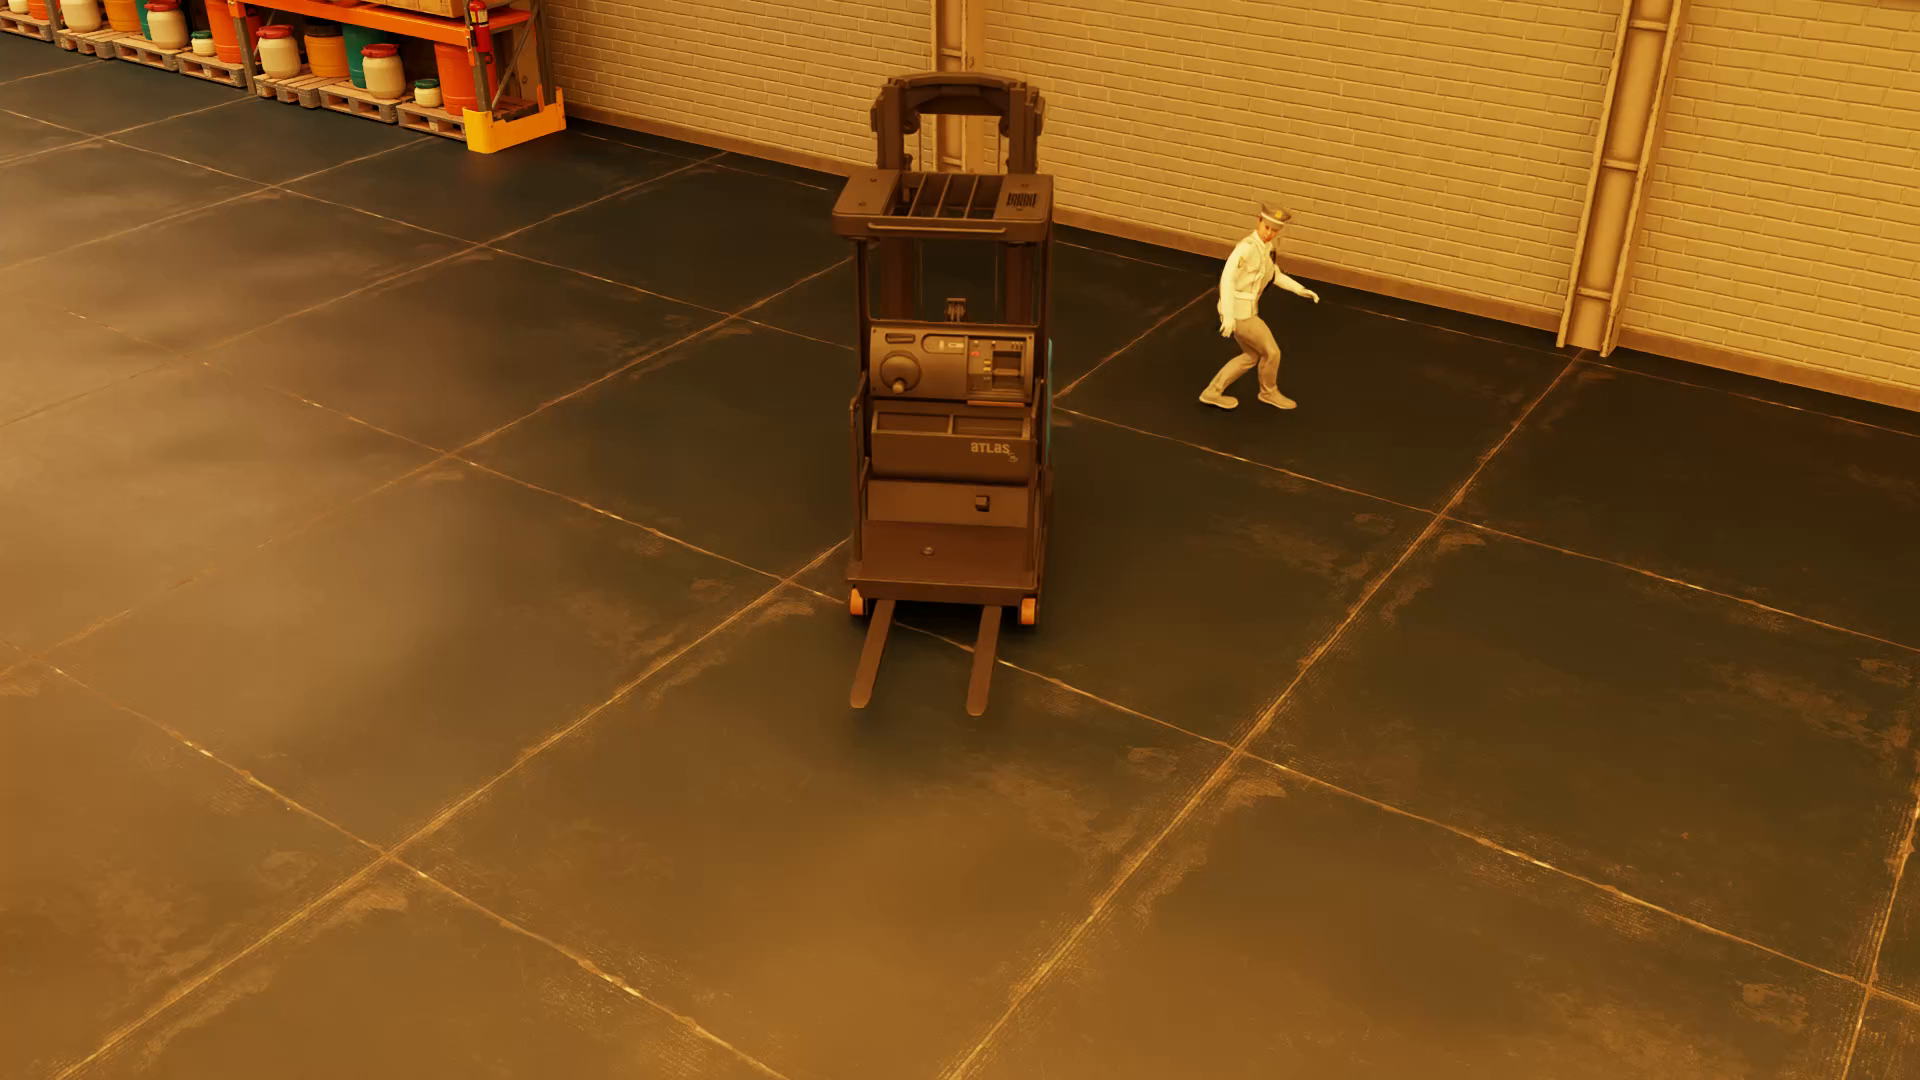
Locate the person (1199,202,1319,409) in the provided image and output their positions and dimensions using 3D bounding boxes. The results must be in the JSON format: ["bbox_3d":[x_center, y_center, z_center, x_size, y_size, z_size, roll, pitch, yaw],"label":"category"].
[{"bbox_3d":[2.123,-1.580,11.710,0.777,1.563,0.742,4,30,8],"label":"person"}]

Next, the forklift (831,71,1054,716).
[{"bbox_3d":[-0.067,-0.950,9.217,1.130,2.935,3.031,3,30,5],"label":"forklift"}]
